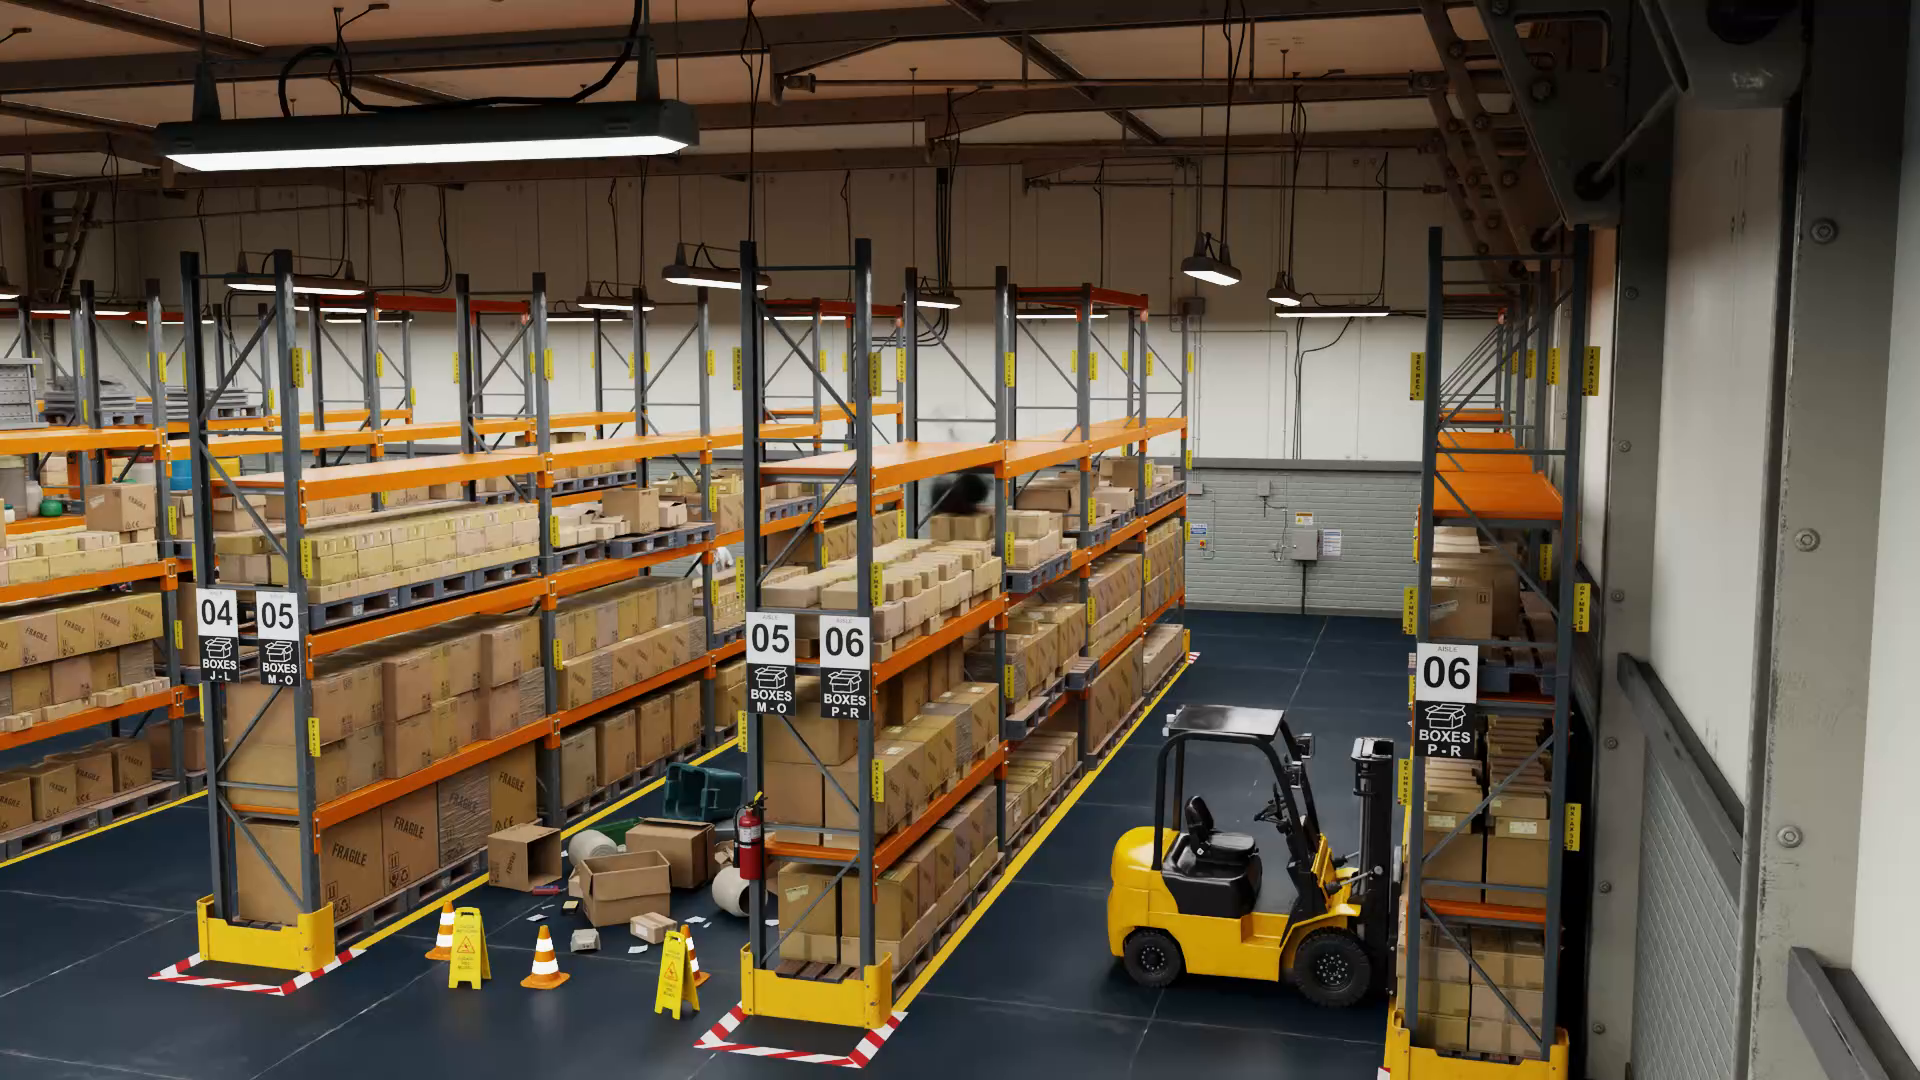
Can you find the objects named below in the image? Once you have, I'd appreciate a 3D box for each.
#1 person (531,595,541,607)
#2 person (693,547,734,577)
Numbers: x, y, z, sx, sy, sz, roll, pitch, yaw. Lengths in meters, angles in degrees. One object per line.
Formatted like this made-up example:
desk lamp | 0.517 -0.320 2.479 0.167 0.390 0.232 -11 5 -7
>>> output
person | -6.269 1.619 24.645 0.599 1.590 0.557 1 7 13
person | -4.580 0.804 31.177 0.713 1.777 0.965 -4 8 -35
